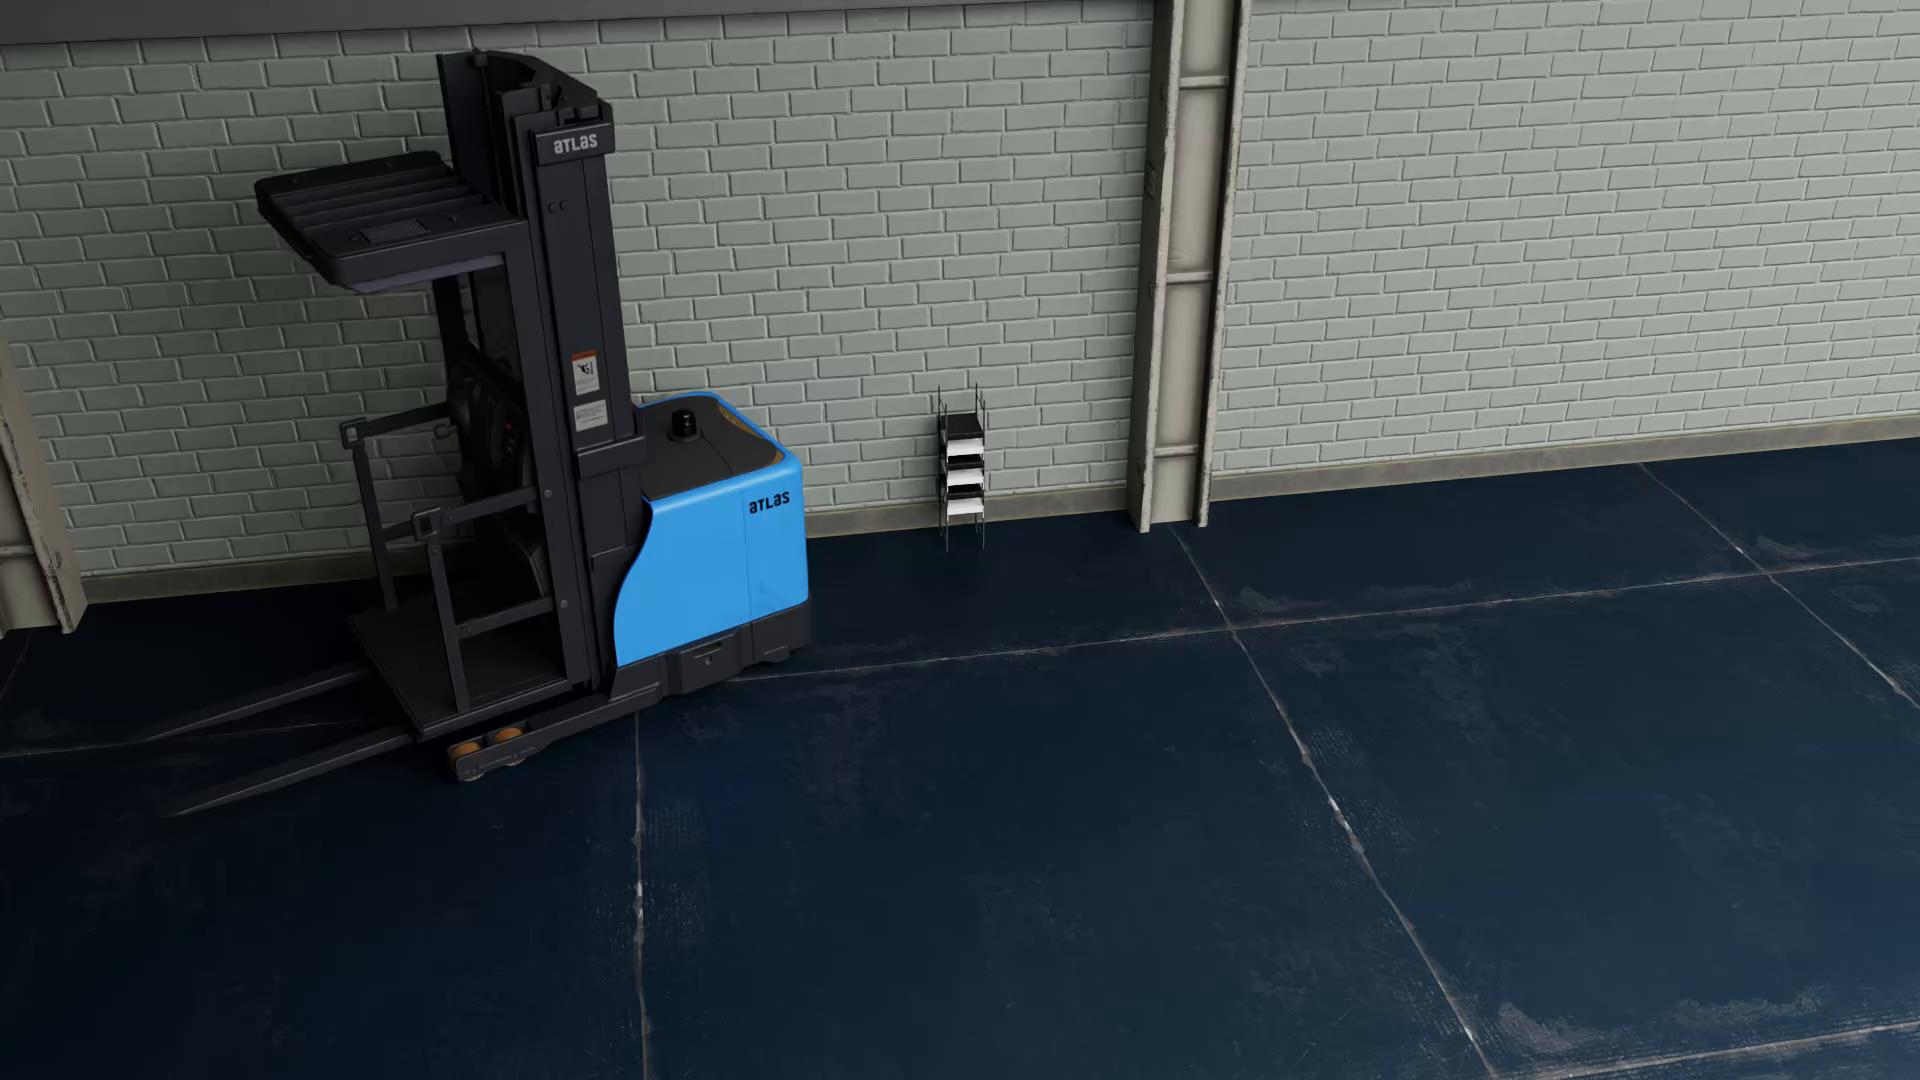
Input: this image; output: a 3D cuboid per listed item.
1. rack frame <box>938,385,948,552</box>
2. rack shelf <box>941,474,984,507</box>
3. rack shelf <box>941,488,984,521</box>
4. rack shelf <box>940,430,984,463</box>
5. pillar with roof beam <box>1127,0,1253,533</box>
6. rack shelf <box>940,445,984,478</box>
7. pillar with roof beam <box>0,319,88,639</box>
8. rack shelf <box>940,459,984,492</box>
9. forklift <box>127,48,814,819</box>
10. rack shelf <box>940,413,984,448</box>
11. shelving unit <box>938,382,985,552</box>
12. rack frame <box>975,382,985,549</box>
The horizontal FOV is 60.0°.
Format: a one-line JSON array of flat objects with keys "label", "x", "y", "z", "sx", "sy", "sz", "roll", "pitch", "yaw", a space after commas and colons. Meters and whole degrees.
[{"label": "rack frame", "x": -0.092, "y": -0.379, "z": 9.007, "sx": 0.006, "sy": 0.900, "sz": 0.240, "roll": -5, "pitch": 31, "yaw": -9}, {"label": "rack shelf", "x": 0.008, "y": -0.282, "z": 9.086, "sx": 0.200, "sy": 0.077, "sz": 0.258, "roll": -5, "pitch": 31, "yaw": -9}, {"label": "rack shelf", "x": 0.008, "y": -0.205, "z": 9.131, "sx": 0.200, "sy": 0.077, "sz": 0.258, "roll": -5, "pitch": 31, "yaw": -9}, {"label": "rack shelf", "x": 0.008, "y": -0.515, "z": 8.949, "sx": 0.200, "sy": 0.077, "sz": 0.258, "roll": -5, "pitch": 31, "yaw": -9}, {"label": "pillar with roof beam", "x": 1.949, "y": -1.869, "z": 3.550, "sx": 0.400, "sy": 9.000, "sz": 9.100, "roll": -5, "pitch": 31, "yaw": -9}, {"label": "rack shelf", "x": 0.008, "y": -0.438, "z": 8.994, "sx": 0.200, "sy": 0.077, "sz": 0.258, "roll": -5, "pitch": 31, "yaw": -9}, {"label": "pillar with roof beam", "x": -3.953, "y": -1.321, "z": 2.619, "sx": 0.400, "sy": 9.000, "sz": 9.100, "roll": -5, "pitch": 31, "yaw": -9}, {"label": "rack shelf", "x": 0.008, "y": -0.360, "z": 9.040, "sx": 0.200, "sy": 0.077, "sz": 0.258, "roll": -5, "pitch": 31, "yaw": -9}, {"label": "forklift", "x": -2.234, "y": -0.495, "z": 7.200, "sx": 3.031, "sy": 2.935, "sz": 1.130, "roll": -19, "pitch": 35, "yaw": -29}, {"label": "rack shelf", "x": 0.008, "y": -0.593, "z": 8.903, "sx": 0.200, "sy": 0.077, "sz": 0.258, "roll": -5, "pitch": 31, "yaw": -9}, {"label": "shelving unit", "x": 0.008, "y": -0.389, "z": 9.023, "sx": 0.210, "sy": 0.900, "sz": 0.258, "roll": -5, "pitch": 31, "yaw": -9}, {"label": "rack frame", "x": 0.108, "y": -0.398, "z": 9.039, "sx": 0.006, "sy": 0.900, "sz": 0.240, "roll": -5, "pitch": 31, "yaw": -9}]
